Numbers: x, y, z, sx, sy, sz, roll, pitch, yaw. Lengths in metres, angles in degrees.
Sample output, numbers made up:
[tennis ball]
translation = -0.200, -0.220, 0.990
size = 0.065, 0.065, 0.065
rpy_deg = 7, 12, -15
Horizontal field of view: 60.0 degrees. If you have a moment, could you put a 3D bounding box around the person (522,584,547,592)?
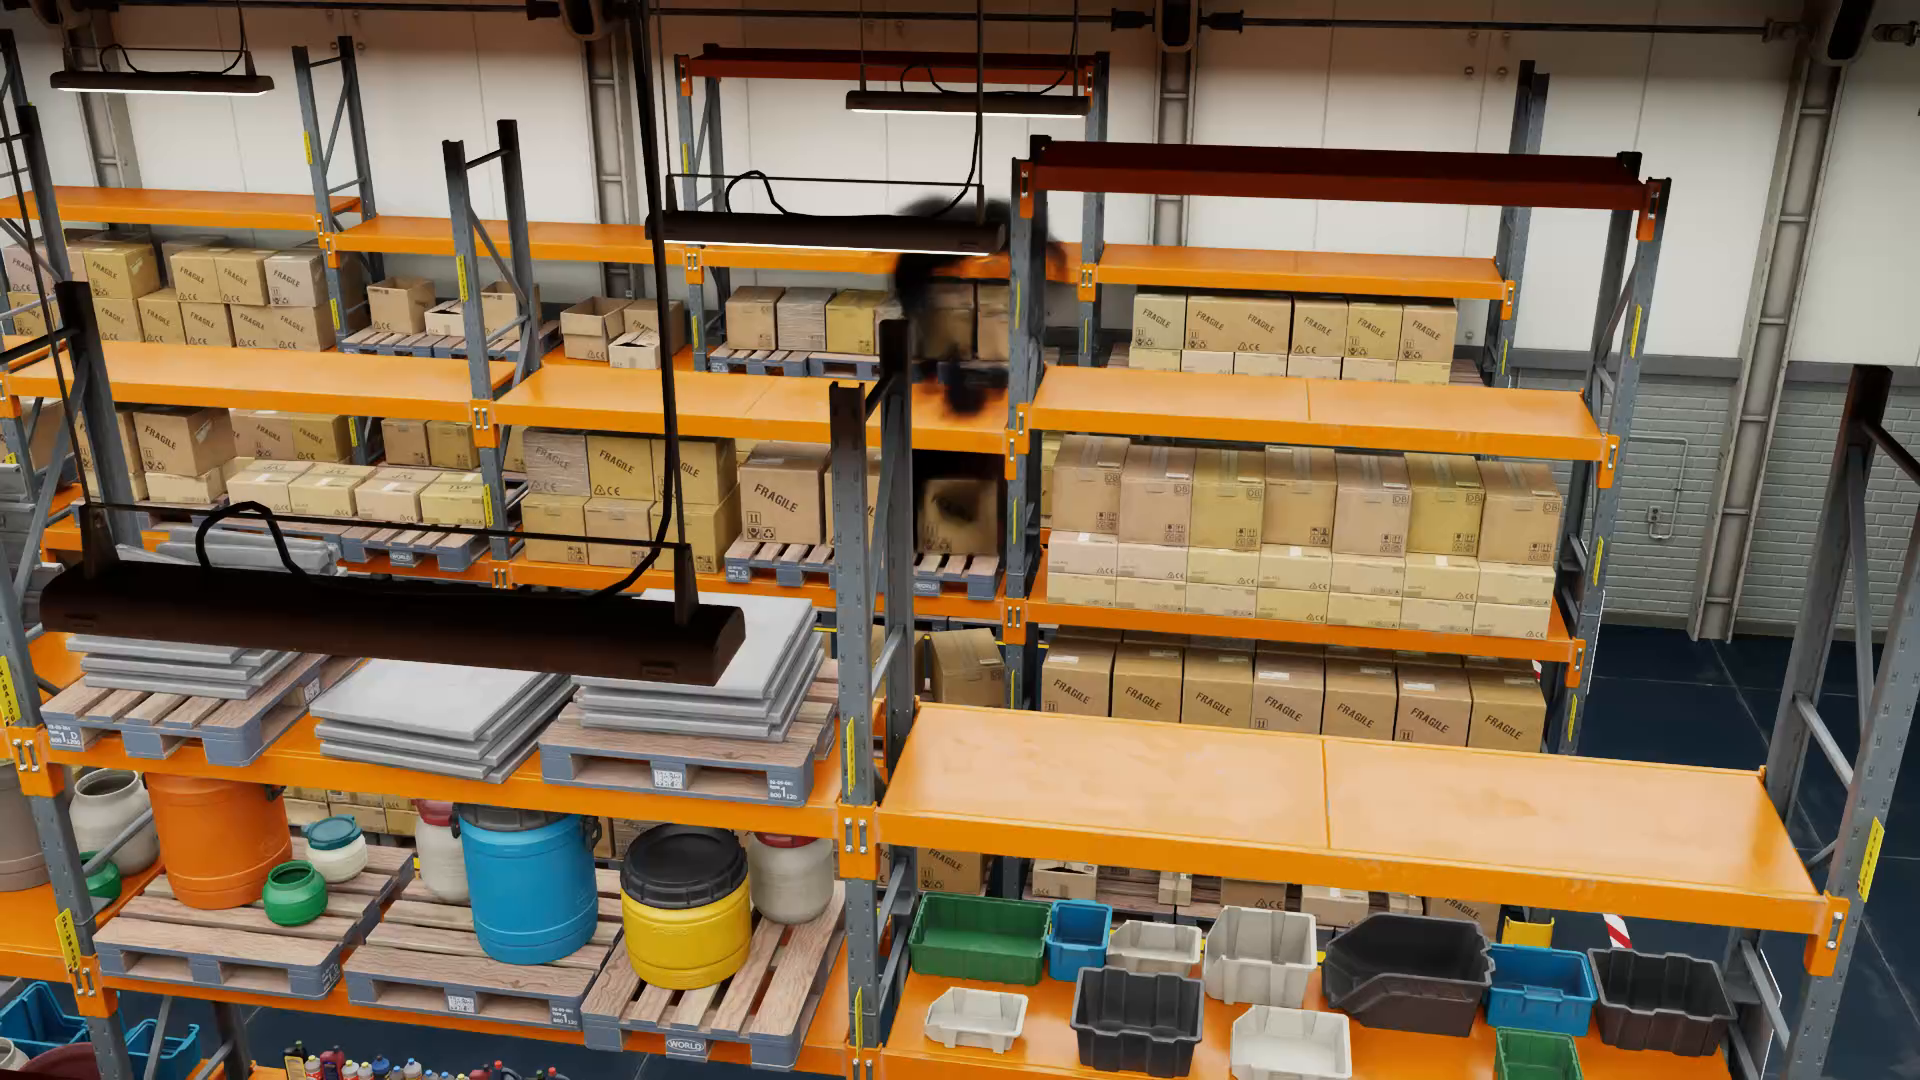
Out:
[person]
translation = -4.165, 0.709, 16.484
size = 0.659, 1.690, 0.637
rpy_deg = -4, 23, -10
